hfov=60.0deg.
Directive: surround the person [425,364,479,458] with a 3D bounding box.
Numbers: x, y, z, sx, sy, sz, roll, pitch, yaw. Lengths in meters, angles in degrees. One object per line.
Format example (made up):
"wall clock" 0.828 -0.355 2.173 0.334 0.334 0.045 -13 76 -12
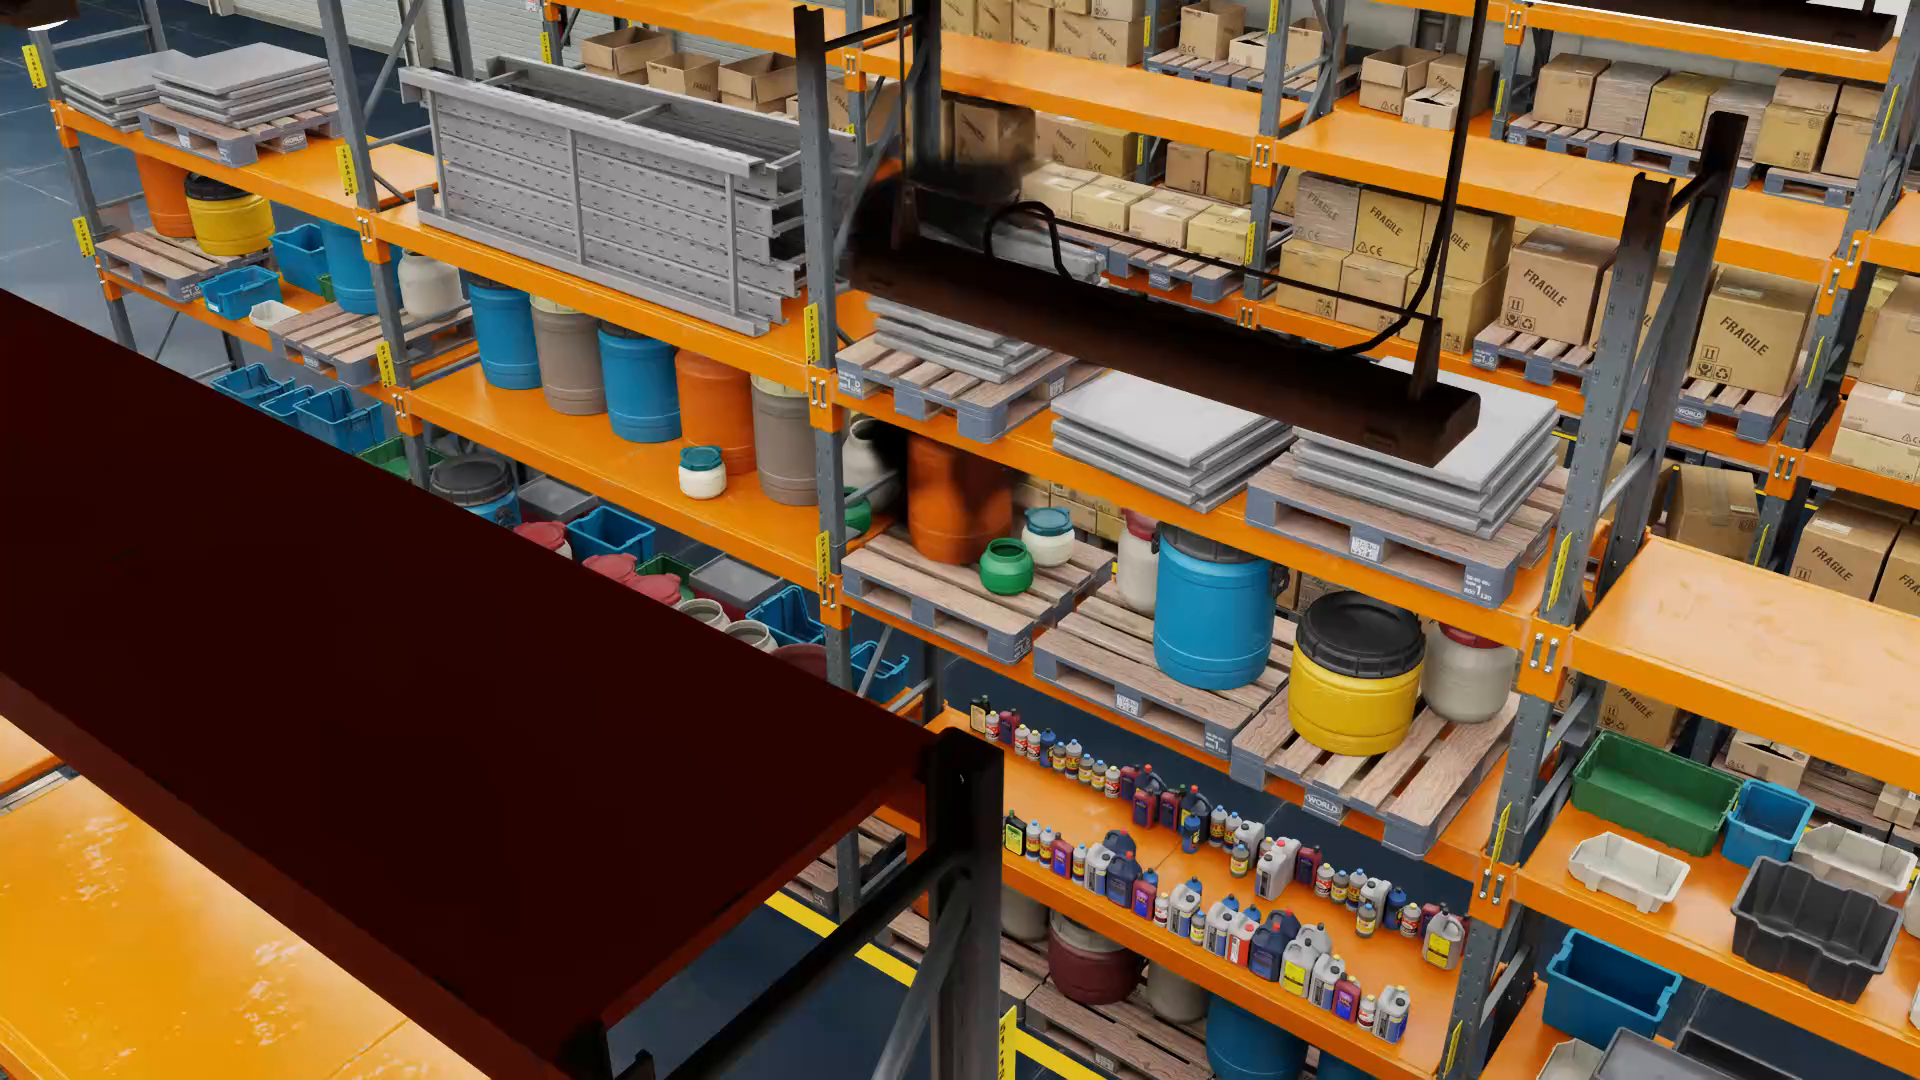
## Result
"person" -4.844 -1.226 15.724 0.627 1.630 0.573 22 38 32
